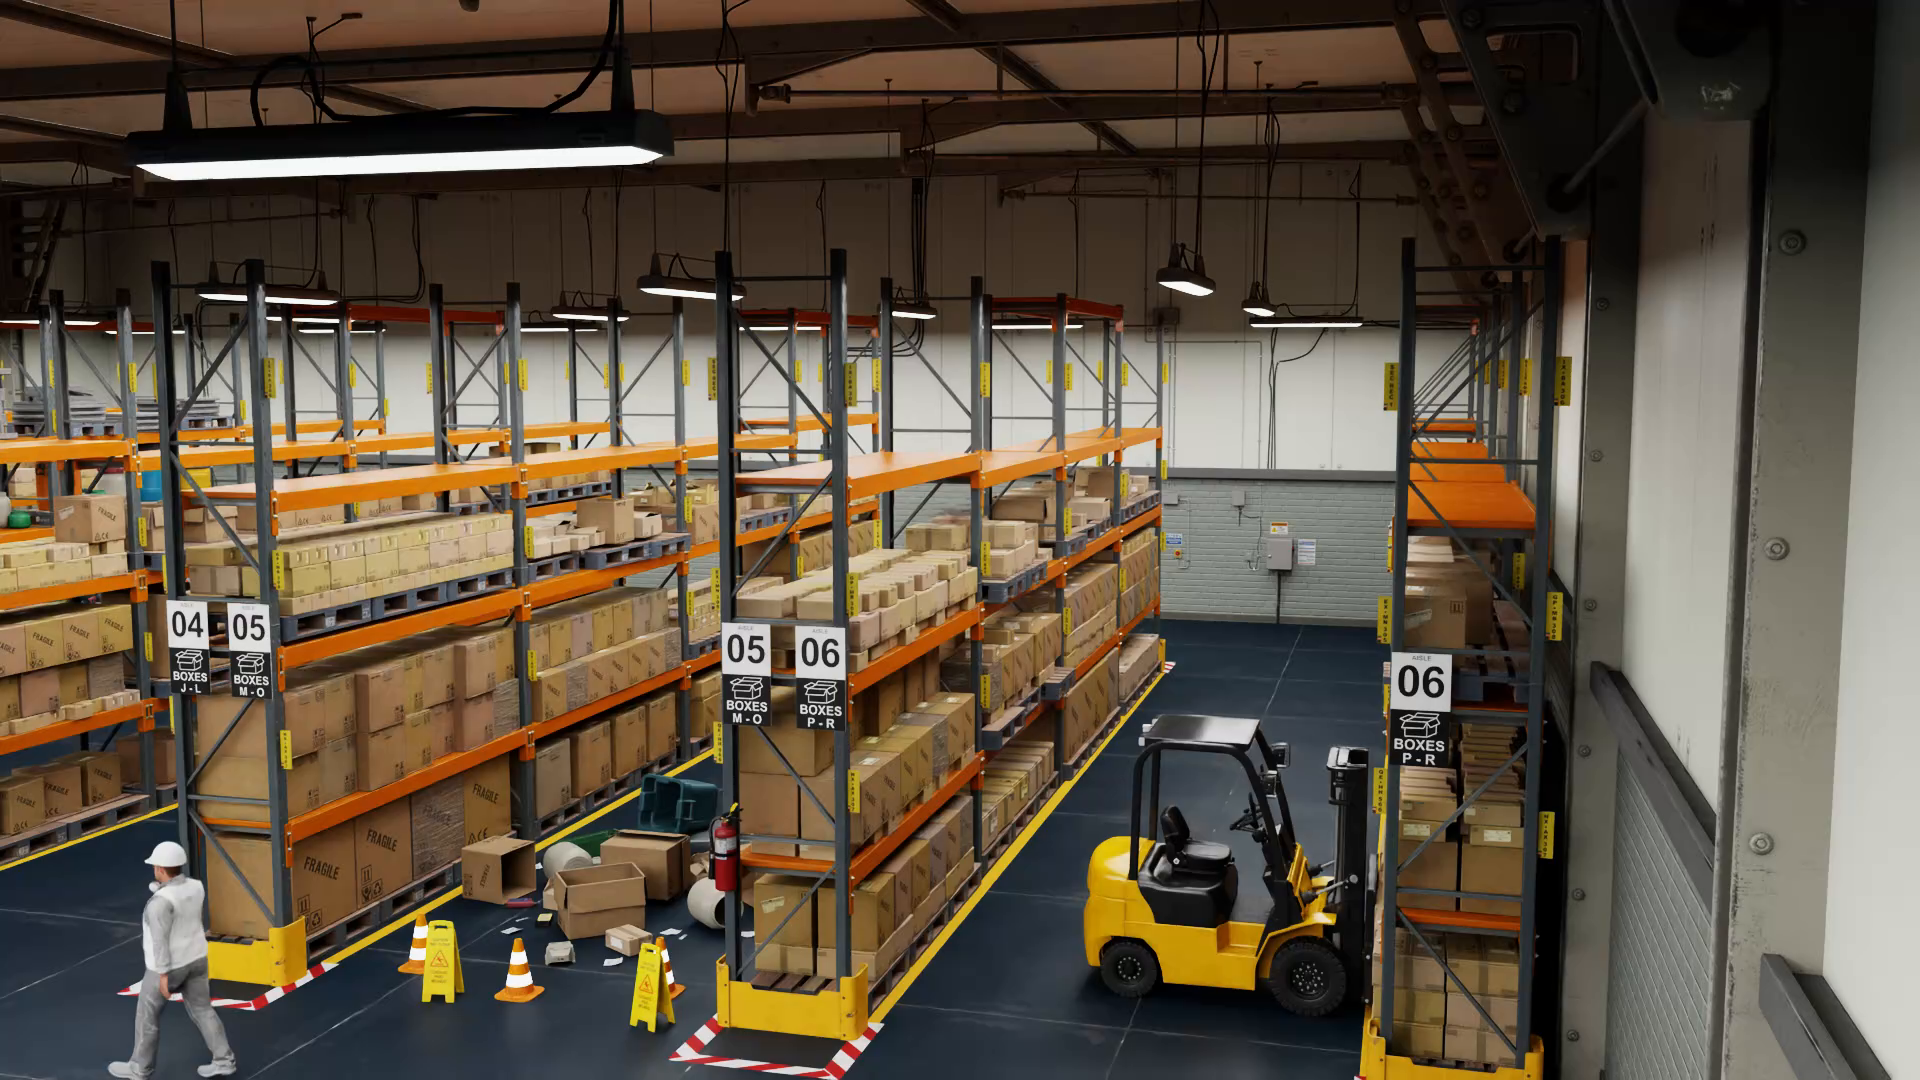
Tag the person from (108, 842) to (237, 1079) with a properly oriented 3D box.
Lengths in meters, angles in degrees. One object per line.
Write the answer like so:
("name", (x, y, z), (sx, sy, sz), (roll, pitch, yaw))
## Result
("person", (-5.680, 3.039, 12.018), (0.869, 1.757, 0.541), (2, 7, 22))
